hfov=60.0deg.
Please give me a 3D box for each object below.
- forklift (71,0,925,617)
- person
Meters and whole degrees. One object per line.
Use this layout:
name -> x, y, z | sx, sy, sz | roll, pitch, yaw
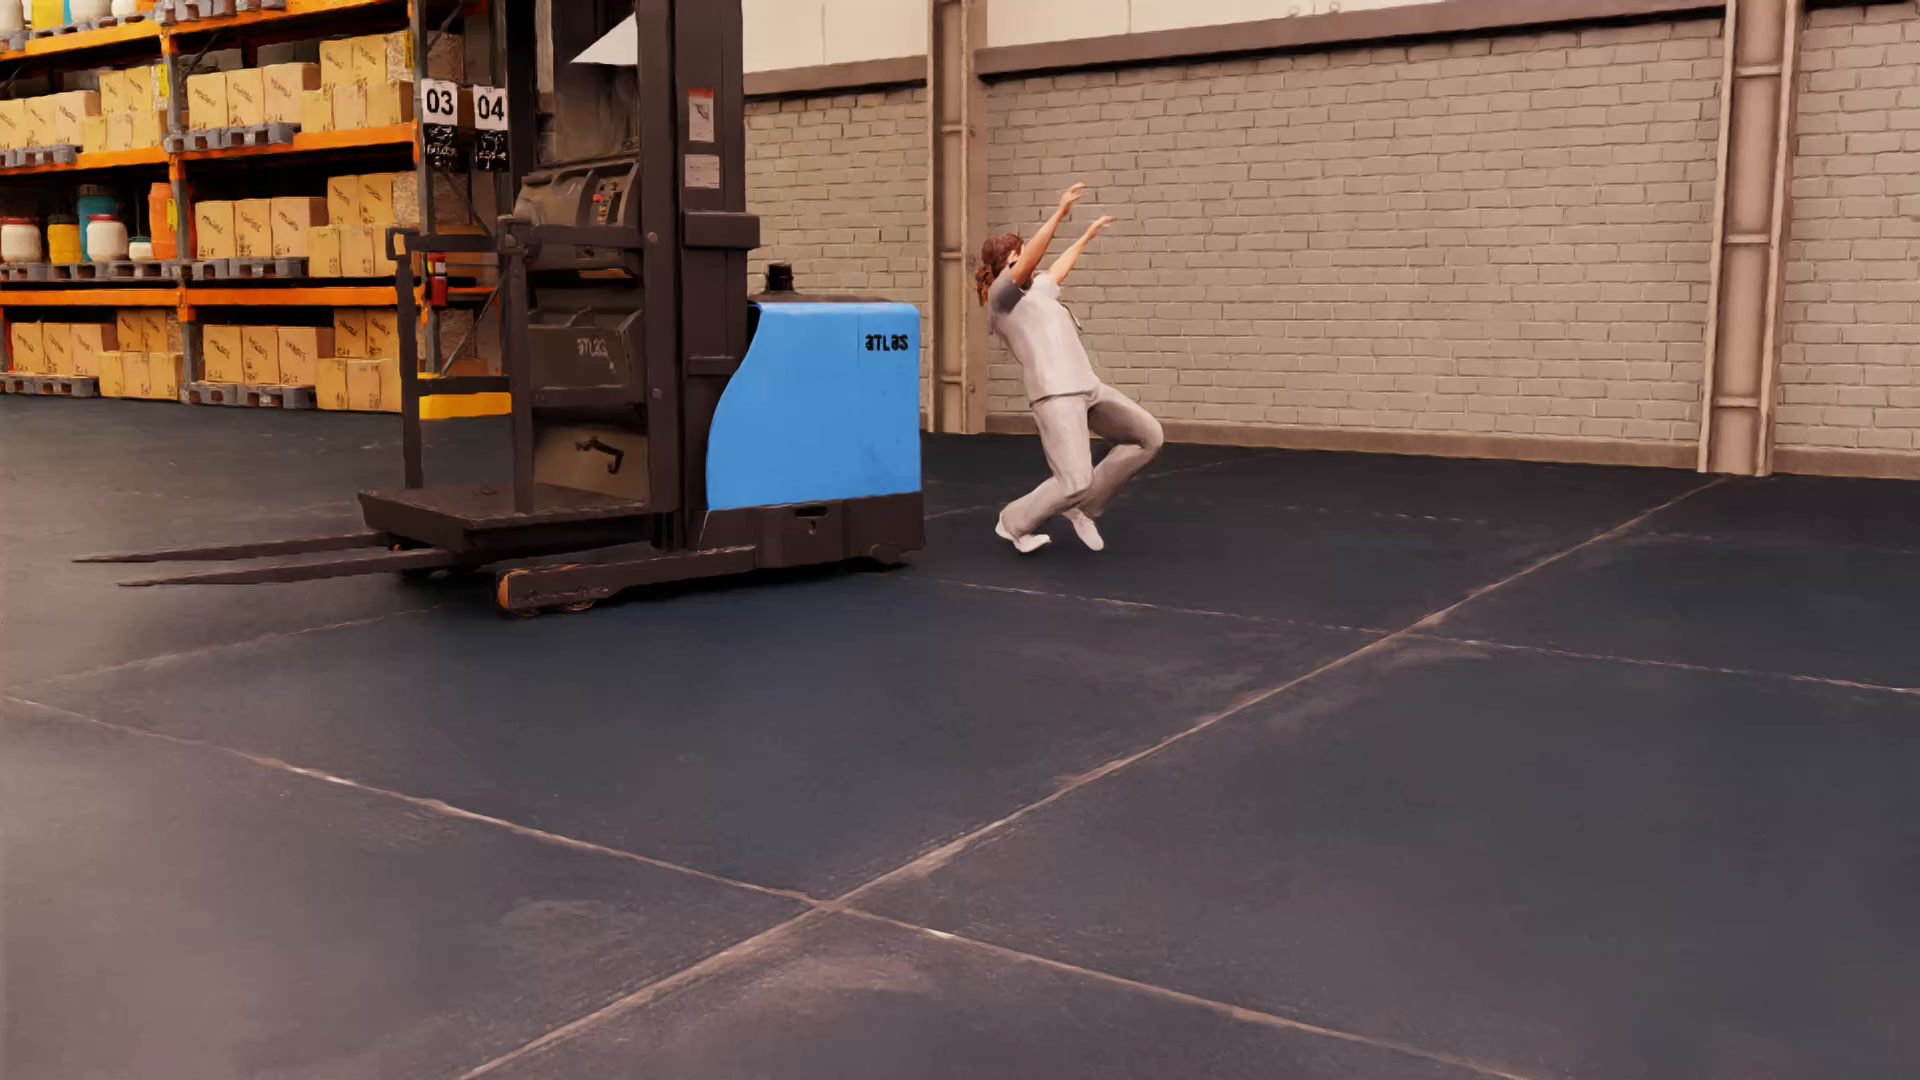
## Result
forklift -> -1.606, -1.268, 6.108 | 3.031, 2.935, 1.130 | -7, 10, -39
person -> 0.483, -0.722, 7.183 | 0.764, 1.565, 0.923 | 5, 9, 30
